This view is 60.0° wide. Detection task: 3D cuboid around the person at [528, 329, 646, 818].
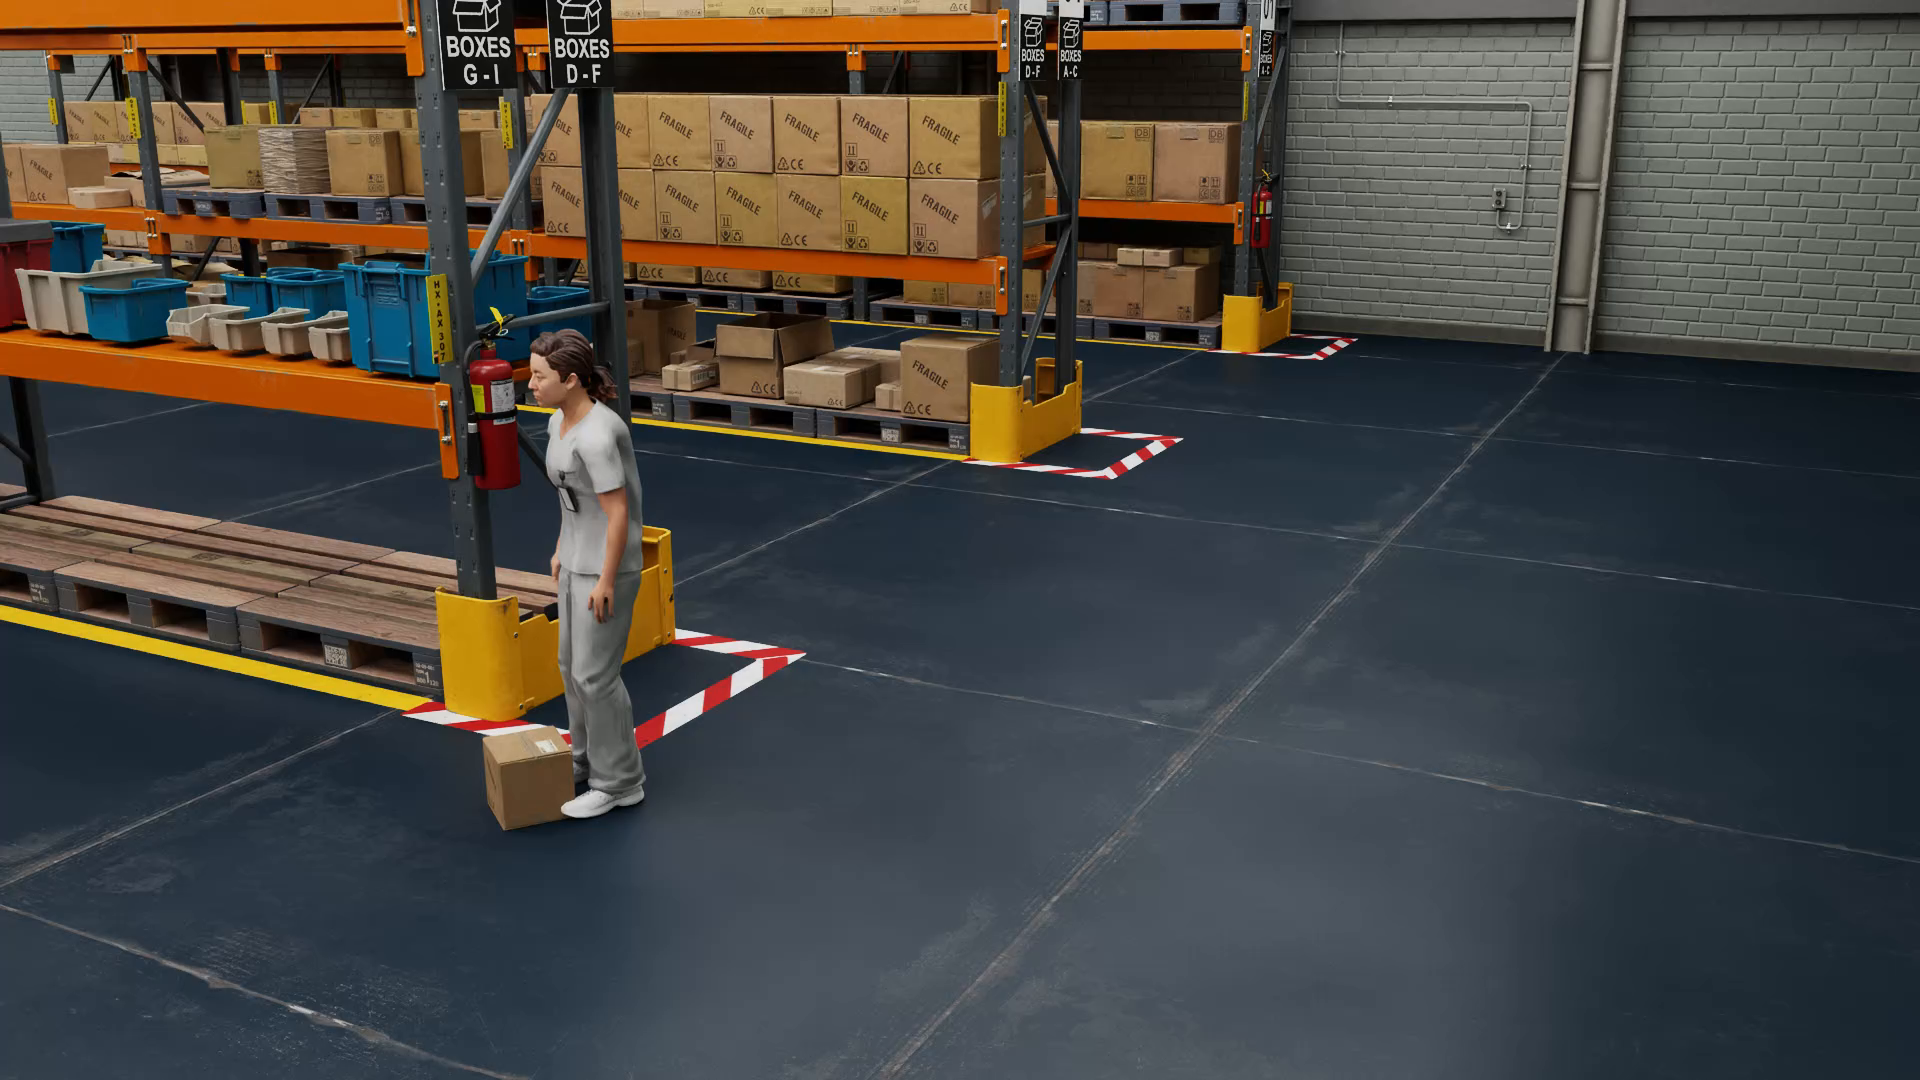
[{"bbox_3d":[-1.269,0.105,5.663,0.363,1.672,0.514,-9,18,-28],"label":"person"}]
